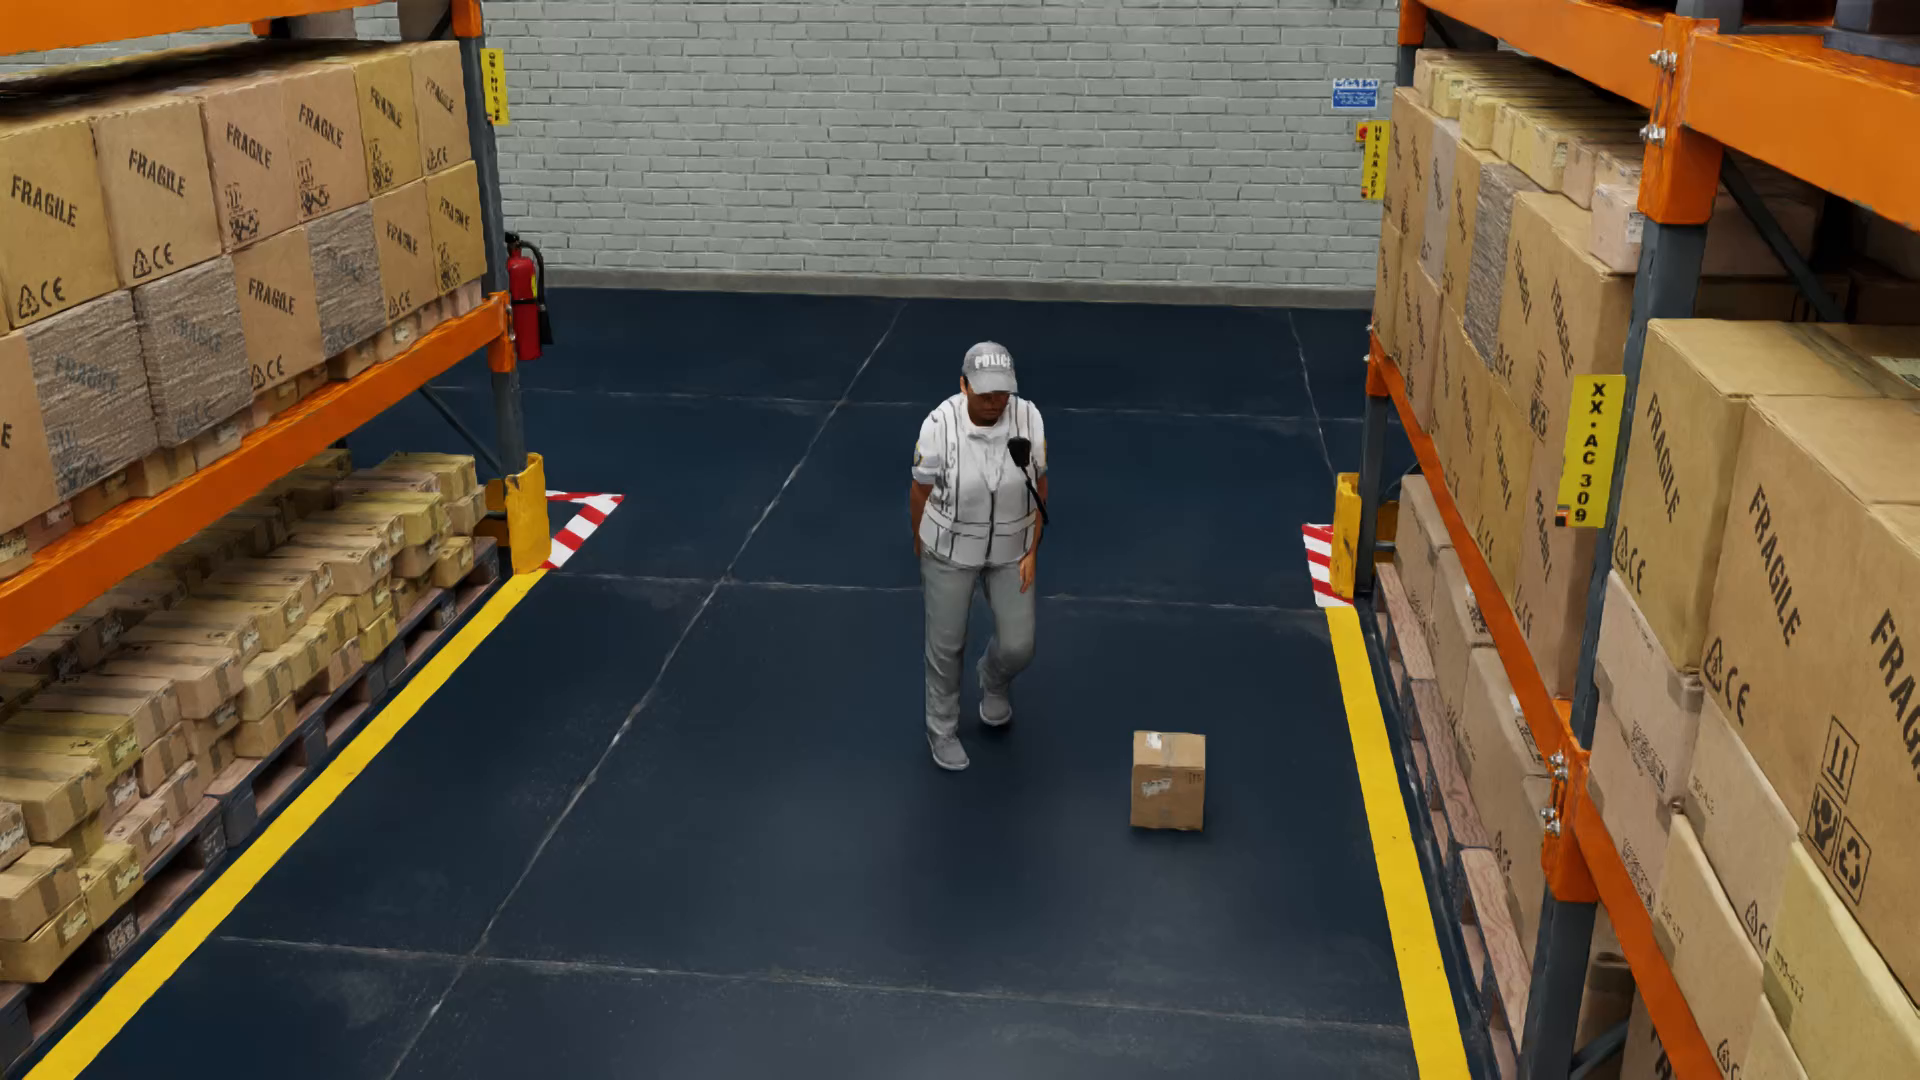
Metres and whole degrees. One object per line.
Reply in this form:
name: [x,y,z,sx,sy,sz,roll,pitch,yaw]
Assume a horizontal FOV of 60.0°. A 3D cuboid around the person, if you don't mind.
person: [0.071,0.048,5.993,0.485,1.641,0.650,-5,22,-12]
